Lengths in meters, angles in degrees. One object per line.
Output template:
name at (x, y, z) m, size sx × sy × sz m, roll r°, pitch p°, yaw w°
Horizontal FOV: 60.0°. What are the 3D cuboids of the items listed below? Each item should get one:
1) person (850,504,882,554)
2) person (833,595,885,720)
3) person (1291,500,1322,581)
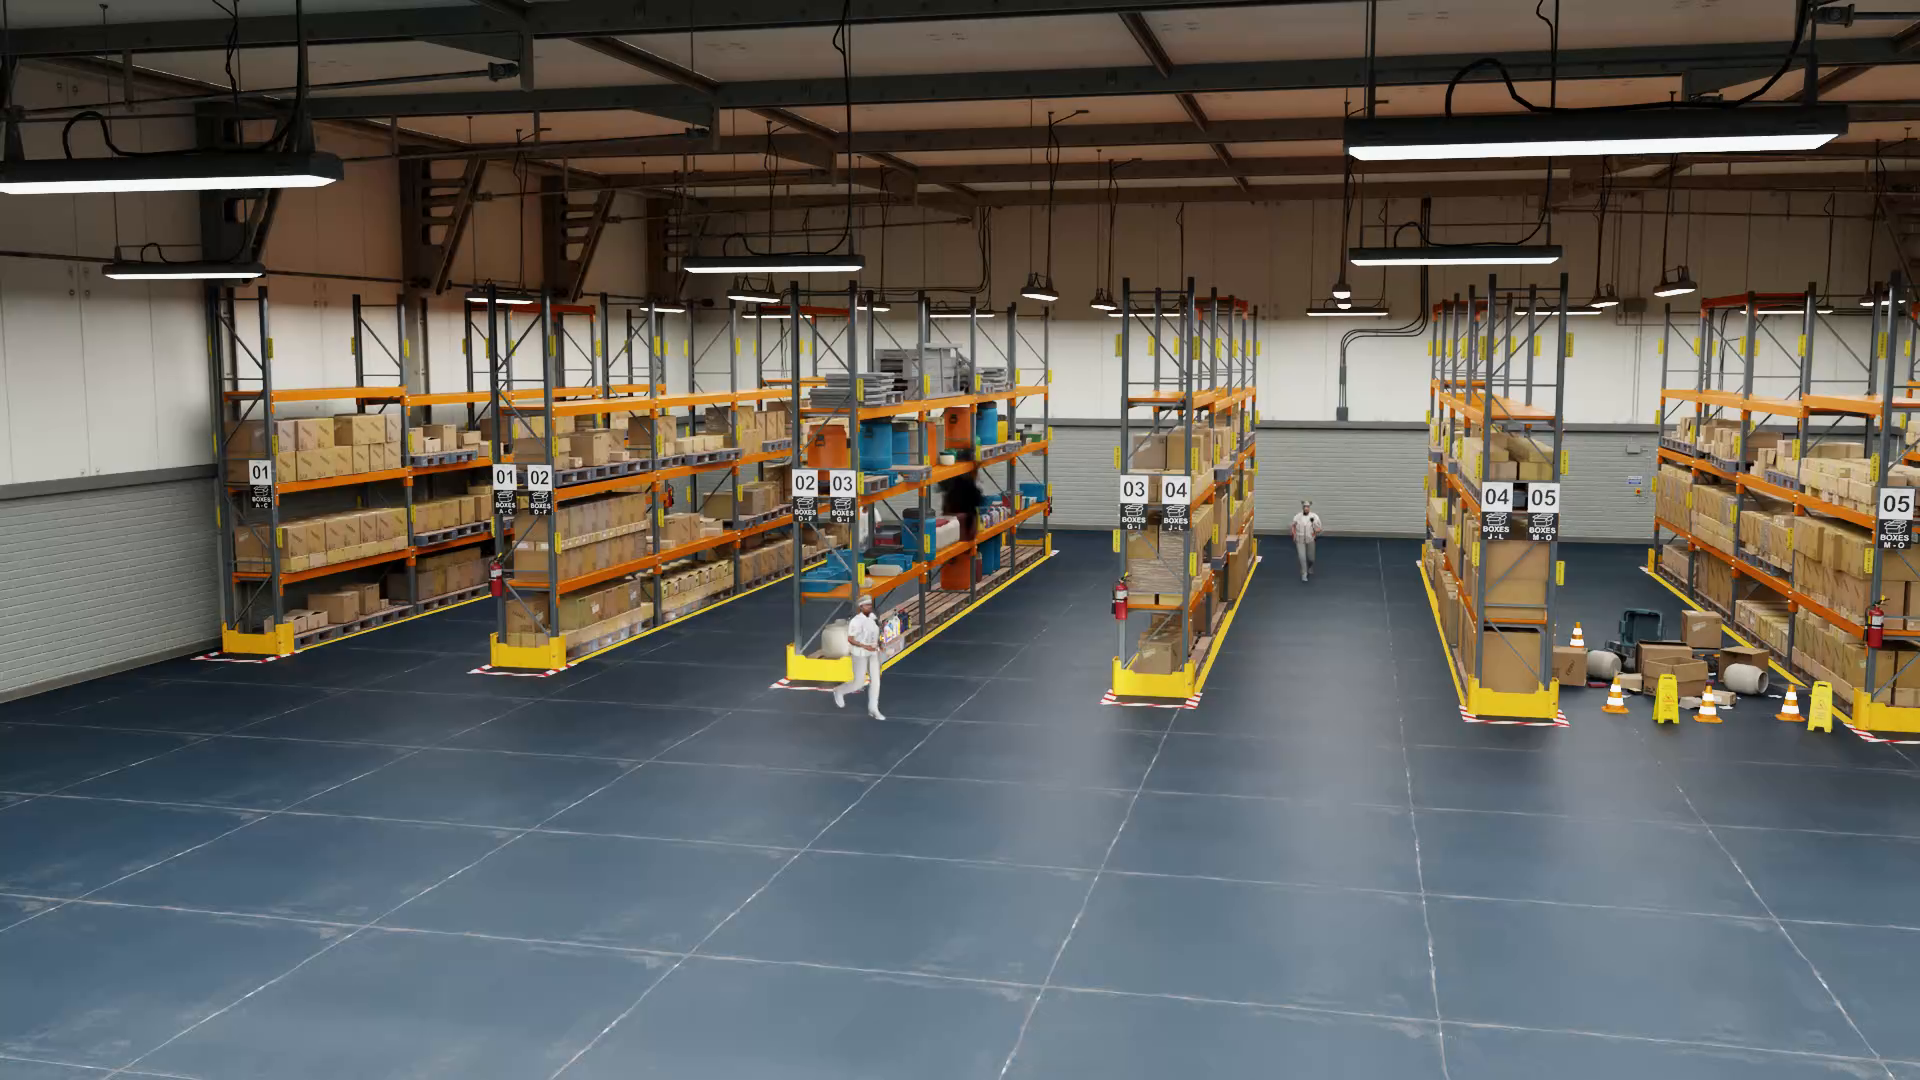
person at (-2.103, -0.131, 36.858) m, size 0.731 × 1.670 × 0.907 m, roll 1°, pitch 7°, yaw 5°
person at (-1.332, 1.575, 22.720) m, size 0.850 × 1.705 × 0.588 m, roll 6°, pitch 9°, yaw 44°
person at (7.488, -0.002, 36.024) m, size 0.663 × 1.744 × 0.733 m, roll 2°, pitch 7°, yaw 14°
